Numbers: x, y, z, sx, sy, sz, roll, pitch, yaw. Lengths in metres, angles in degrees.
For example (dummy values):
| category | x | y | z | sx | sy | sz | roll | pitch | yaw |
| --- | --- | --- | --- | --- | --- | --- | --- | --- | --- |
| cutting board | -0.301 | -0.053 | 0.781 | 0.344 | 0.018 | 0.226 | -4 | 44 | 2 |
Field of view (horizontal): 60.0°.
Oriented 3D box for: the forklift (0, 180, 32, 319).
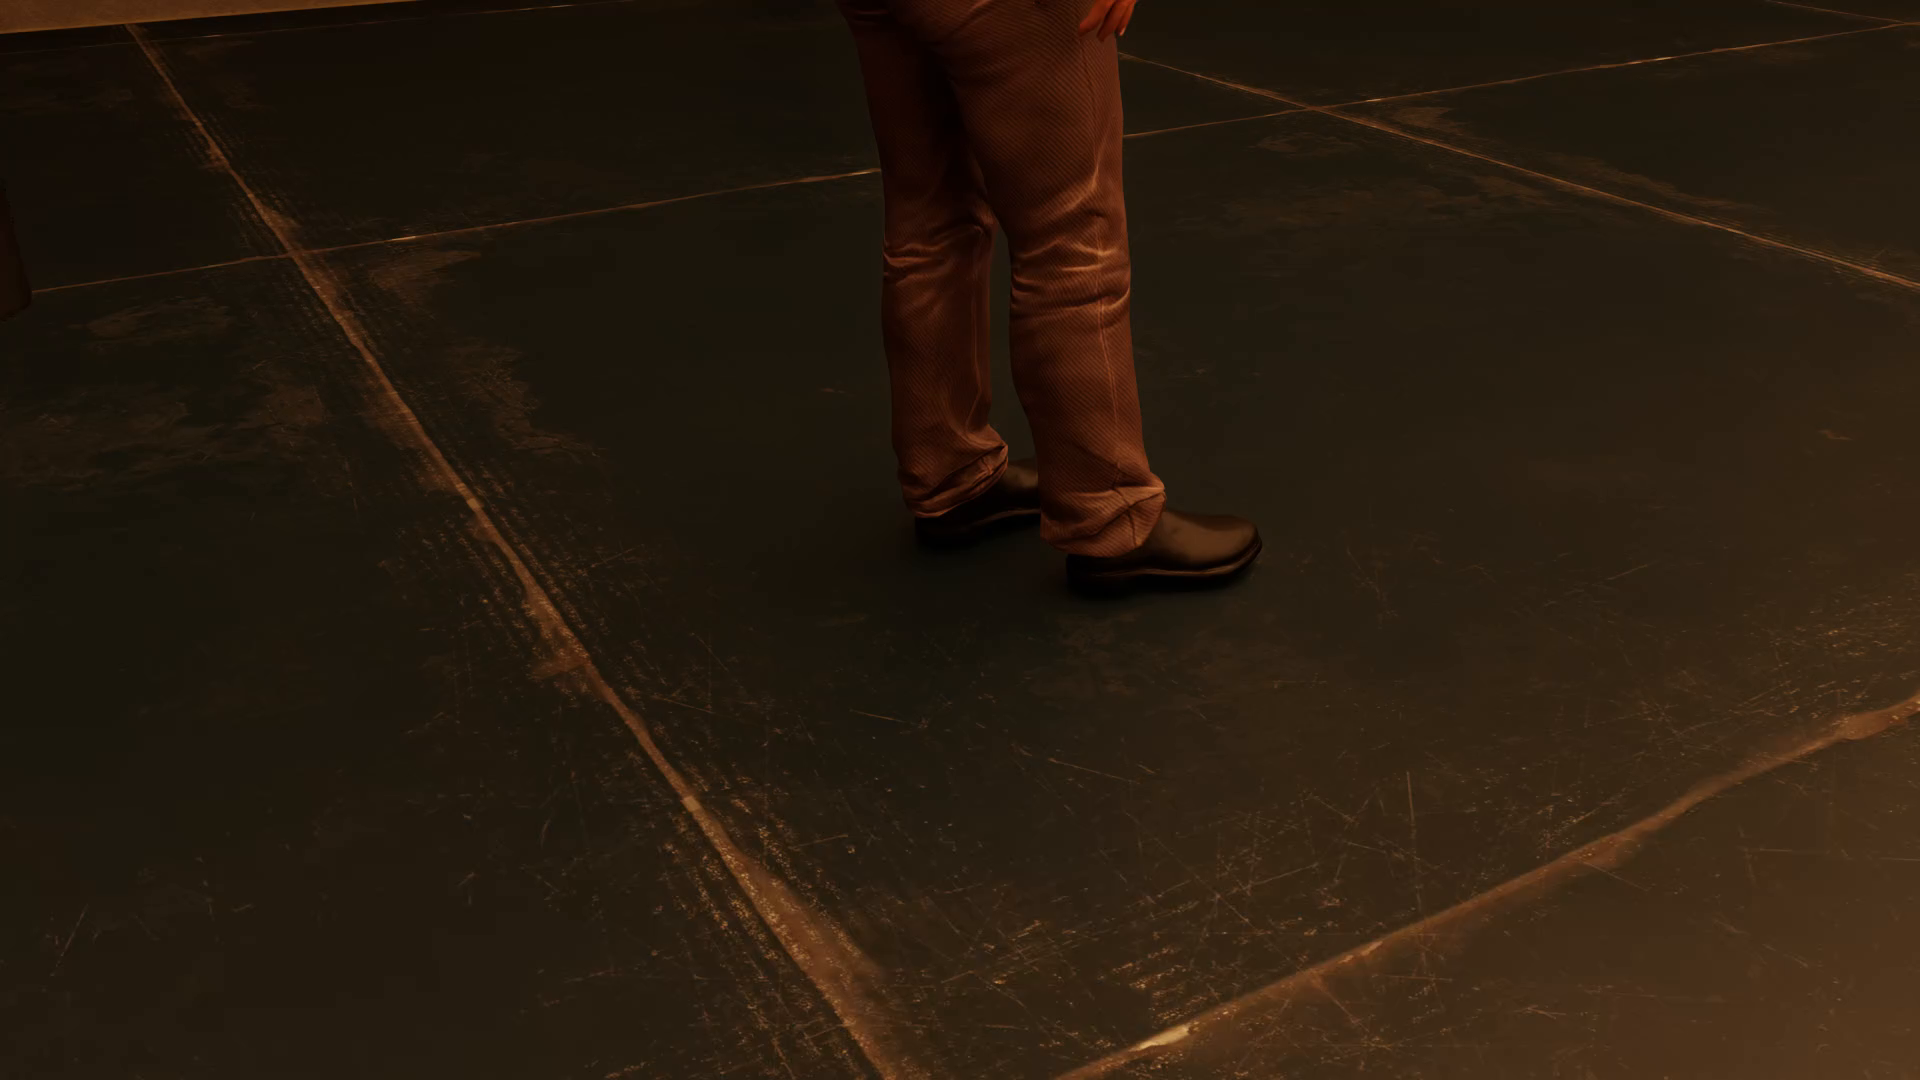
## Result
| category | x | y | z | sx | sy | sz | roll | pitch | yaw |
| --- | --- | --- | --- | --- | --- | --- | --- | --- | --- |
| forklift | -3.388 | -1.663 | 2.539 | 3.031 | 2.935 | 1.130 | 6 | 28 | 12 |

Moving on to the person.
| category | x | y | z | sx | sy | sz | roll | pitch | yaw |
| --- | --- | --- | --- | --- | --- | --- | --- | --- | --- |
| person | 0.058 | -0.786 | 2.130 | 0.566 | 1.722 | 0.633 | -15 | 30 | -26 |
